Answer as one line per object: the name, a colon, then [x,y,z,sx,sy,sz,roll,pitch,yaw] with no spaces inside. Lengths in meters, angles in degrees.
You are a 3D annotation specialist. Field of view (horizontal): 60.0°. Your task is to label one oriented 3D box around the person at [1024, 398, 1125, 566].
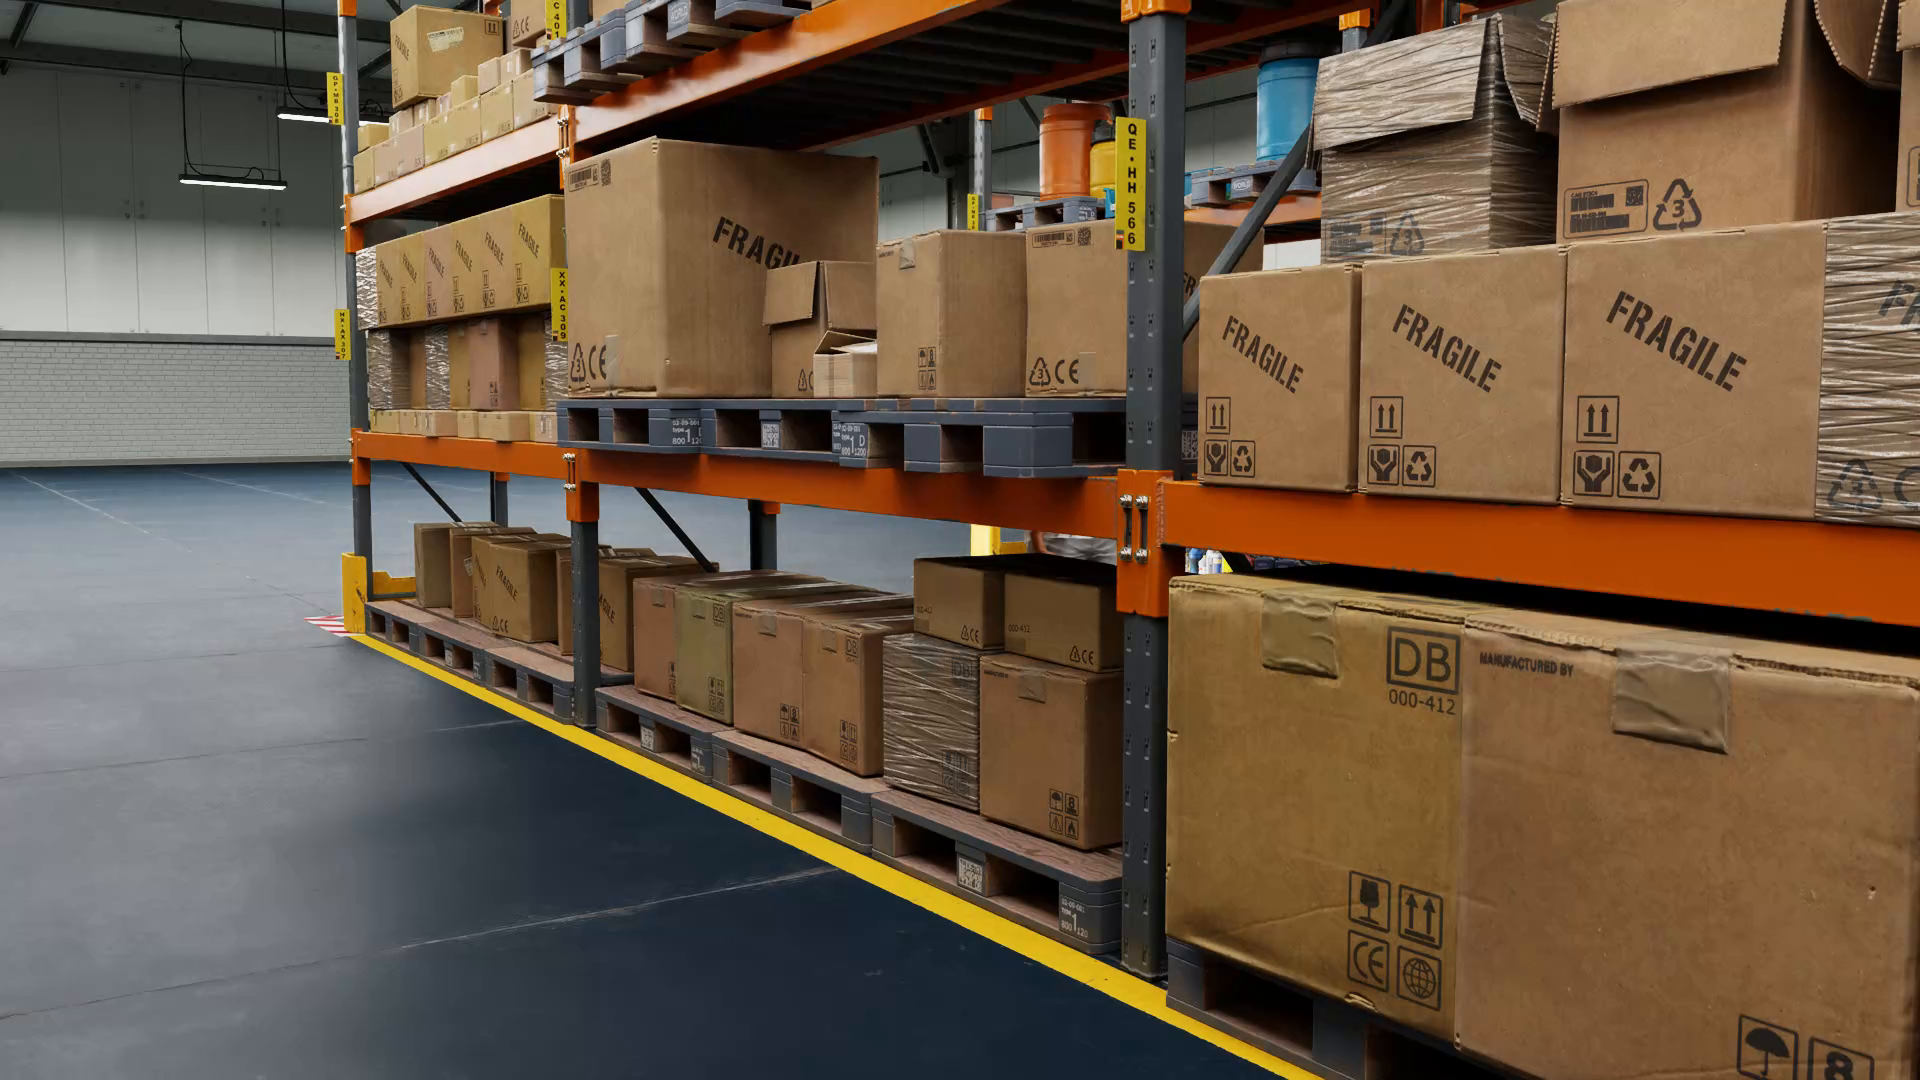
person: [0.533,0.047,7.481,0.550,1.666,0.473,-3,6,-35]
